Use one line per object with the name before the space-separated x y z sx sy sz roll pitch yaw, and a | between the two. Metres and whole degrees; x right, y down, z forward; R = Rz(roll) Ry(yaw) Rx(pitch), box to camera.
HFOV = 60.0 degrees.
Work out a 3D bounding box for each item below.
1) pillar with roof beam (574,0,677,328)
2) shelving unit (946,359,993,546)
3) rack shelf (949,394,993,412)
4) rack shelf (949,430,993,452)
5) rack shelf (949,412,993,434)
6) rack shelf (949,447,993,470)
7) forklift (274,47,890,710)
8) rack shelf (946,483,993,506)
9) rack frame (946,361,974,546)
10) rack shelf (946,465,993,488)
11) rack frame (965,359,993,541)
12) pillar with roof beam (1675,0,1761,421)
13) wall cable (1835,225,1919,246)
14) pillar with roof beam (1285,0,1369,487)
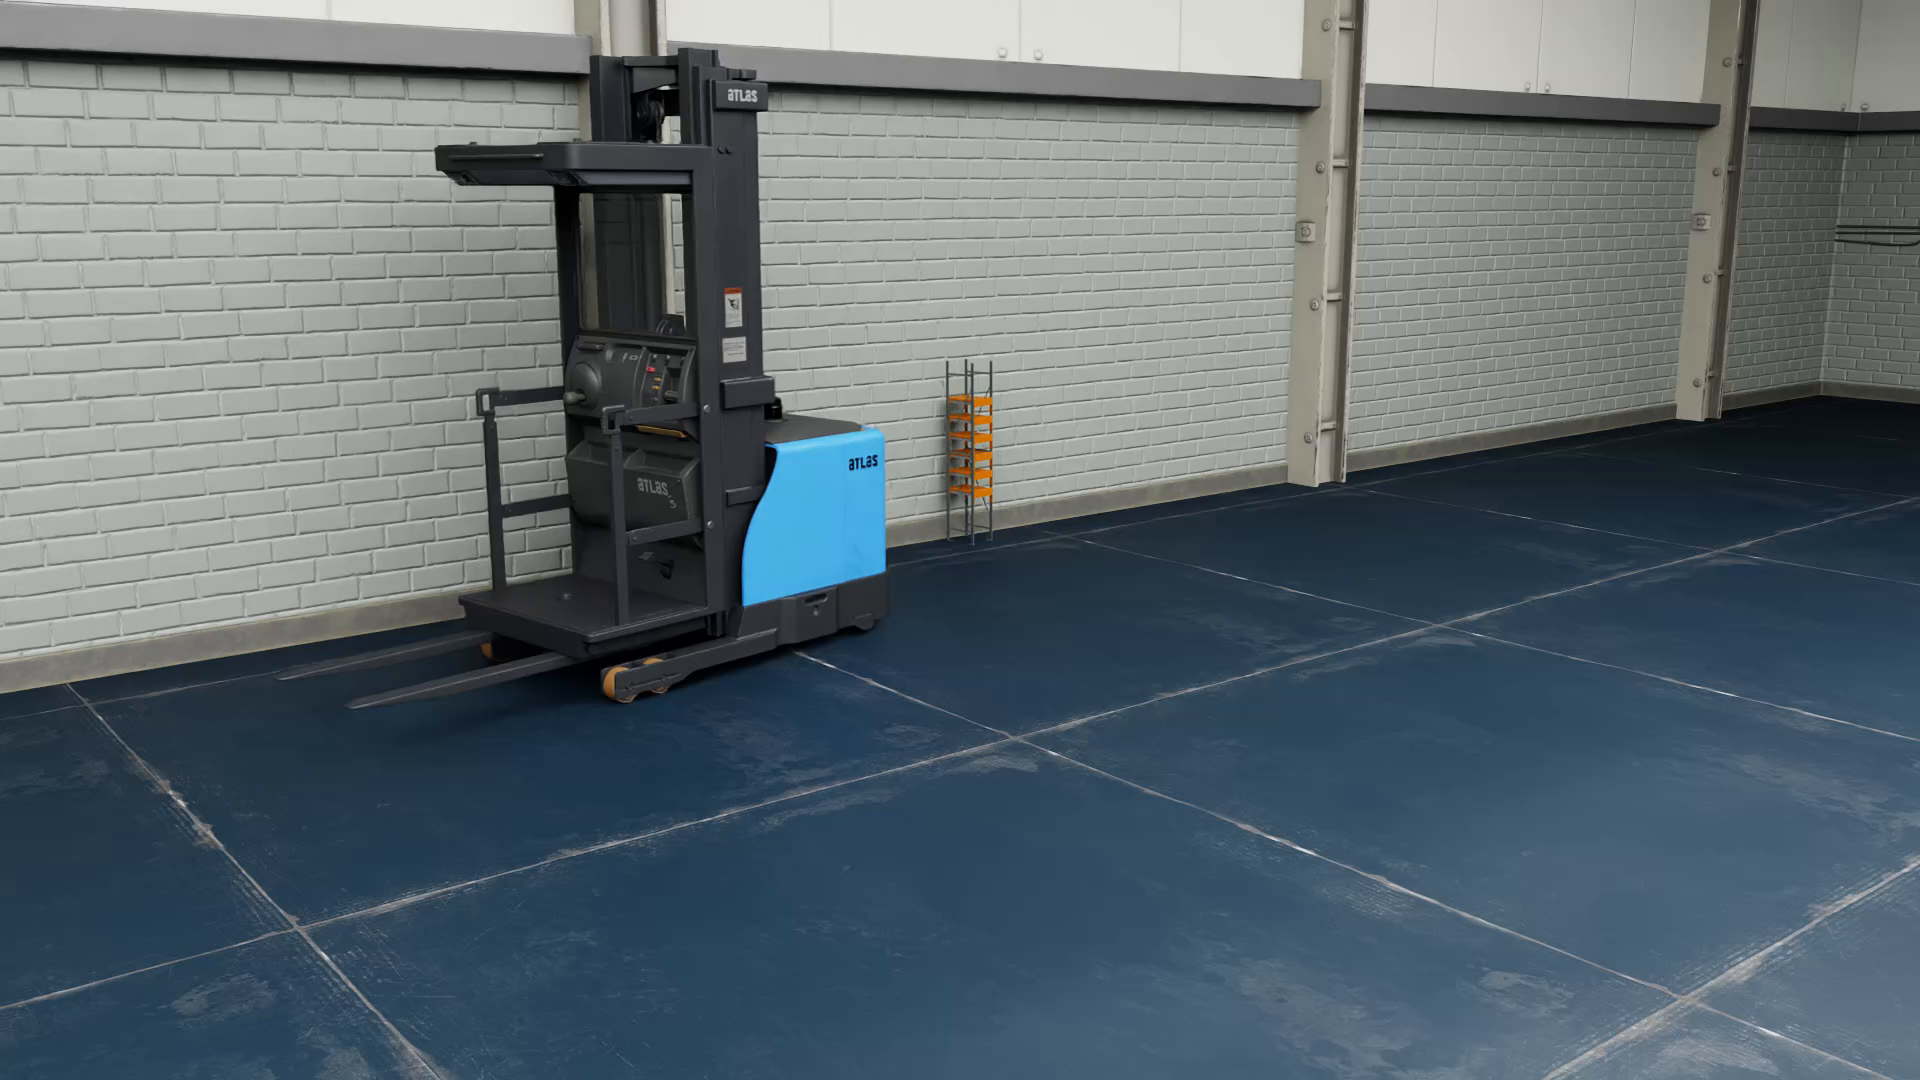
pillar with roof beam | 0.852 -3.393 5.441 0.400 9.000 9.100 -9 15 -38
shelving unit | 0.062 -0.581 10.973 0.258 1.200 0.189 10 16 41
rack shelf | 0.061 -0.890 10.908 0.258 0.103 0.180 10 16 41
rack shelf | 0.062 -0.655 10.958 0.258 0.103 0.180 10 16 41
rack shelf | 0.061 -0.772 10.933 0.258 0.103 0.180 10 16 41
rack shelf | 0.062 -0.538 10.983 0.258 0.103 0.180 10 16 41
forklift | -1.733 -0.806 7.868 1.130 2.935 3.031 10 16 41
rack shelf | 0.063 -0.303 11.032 0.258 0.103 0.180 10 16 41
rack frame | 0.000 -0.567 10.907 0.240 1.200 0.006 10 16 41
rack shelf | 0.063 -0.420 11.008 0.258 0.103 0.180 10 16 41
rack frame | 0.124 -0.595 11.040 0.240 1.200 0.006 10 16 41
pillar with roof beam | 10.222 -4.950 12.774 0.400 9.000 9.100 -9 15 -38
wall cable | 10.659 -4.297 17.175 0.112 2.526 3.097 -9 15 -38
pillar with roof beam | 5.537 -4.171 9.108 0.400 9.000 9.100 -9 15 -38
